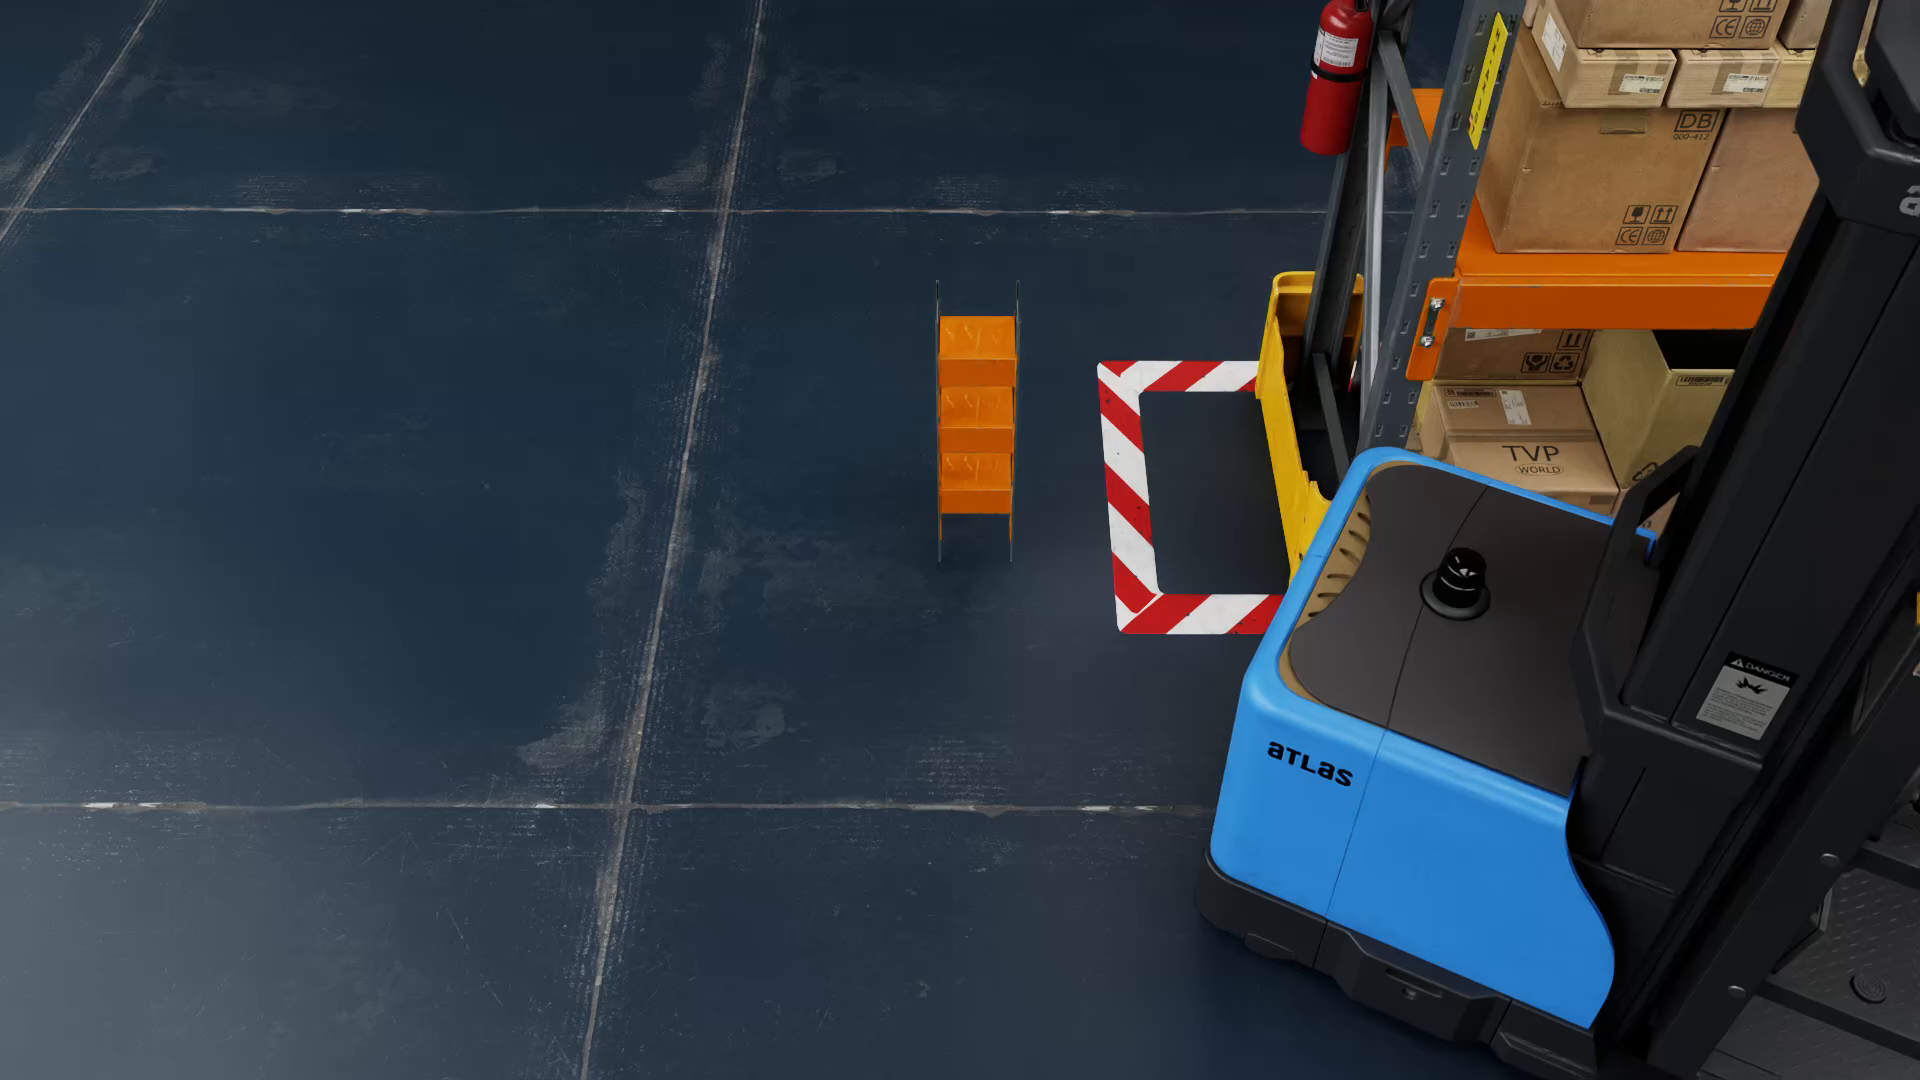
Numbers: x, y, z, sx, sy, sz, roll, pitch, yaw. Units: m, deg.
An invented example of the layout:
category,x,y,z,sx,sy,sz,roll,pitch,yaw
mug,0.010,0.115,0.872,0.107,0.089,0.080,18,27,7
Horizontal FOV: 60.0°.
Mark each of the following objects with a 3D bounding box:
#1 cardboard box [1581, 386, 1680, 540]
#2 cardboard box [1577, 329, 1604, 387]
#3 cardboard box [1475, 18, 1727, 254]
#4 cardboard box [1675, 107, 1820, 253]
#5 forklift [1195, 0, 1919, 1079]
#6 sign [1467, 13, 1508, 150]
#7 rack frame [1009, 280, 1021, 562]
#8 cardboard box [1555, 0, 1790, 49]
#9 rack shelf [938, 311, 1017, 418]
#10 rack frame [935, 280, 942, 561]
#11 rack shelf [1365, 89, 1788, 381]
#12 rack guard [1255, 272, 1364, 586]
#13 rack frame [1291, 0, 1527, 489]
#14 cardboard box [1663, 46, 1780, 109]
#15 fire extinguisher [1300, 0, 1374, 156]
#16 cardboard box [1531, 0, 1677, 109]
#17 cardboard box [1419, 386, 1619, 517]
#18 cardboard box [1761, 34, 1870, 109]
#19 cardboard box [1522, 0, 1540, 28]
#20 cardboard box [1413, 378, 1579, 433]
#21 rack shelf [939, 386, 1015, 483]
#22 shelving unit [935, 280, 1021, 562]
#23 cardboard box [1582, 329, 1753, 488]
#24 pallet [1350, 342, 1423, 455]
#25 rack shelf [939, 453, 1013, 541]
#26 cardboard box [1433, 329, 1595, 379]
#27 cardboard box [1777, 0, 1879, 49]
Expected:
category,x,y,z,sx,sy,sz,roll,pitch,yaw
cardboard box,2.344,-0.257,5.532,0.500,0.250,0.500,0,47,0
cardboard box,2.346,-0.643,5.890,0.500,0.250,0.500,0,47,0
cardboard box,1.776,-1.237,4.784,0.500,0.500,0.700,0,47,0
cardboard box,2.301,-1.240,4.786,0.500,0.500,0.700,1,47,1
forklift,2.217,0.264,3.502,3.031,2.935,1.130,21,50,18
sign,1.301,-1.130,4.107,0.005,0.325,0.100,0,47,0
rack frame,0.176,-0.357,5.365,0.008,1.050,0.200,0,47,0
cardboard box,1.828,-1.679,4.309,0.500,0.500,0.700,0,47,0
rack shelf,0.054,-0.544,5.166,0.240,0.259,0.215,0,47,0
rack frame,-0.068,-0.358,5.366,0.008,1.050,0.200,0,47,0
rack shelf,3.309,-0.964,5.089,4.000,0.370,1.077,0,47,0
rack guard,1.285,-0.362,5.746,0.348,0.500,1.175,0,47,0
rack frame,1.309,-1.214,4.831,0.127,3.000,1.000,0,47,0
cardboard box,1.964,-1.312,4.410,0.250,0.149,0.380,-1,47,-1
fire extinguisher,1.192,-1.528,5.176,0.183,0.674,0.296,0,47,0
cardboard box,1.700,-1.310,4.409,0.250,0.149,0.380,0,47,0
cardboard box,1.844,-0.256,5.531,0.500,0.250,0.500,0,47,0
cardboard box,2.214,-1.310,4.409,0.250,0.149,0.380,0,47,0
cardboard box,1.692,-1.608,4.686,0.250,0.149,0.380,-1,47,-1
cardboard box,1.846,-0.635,5.884,0.500,0.250,0.500,0,47,0
rack shelf,0.054,-0.350,5.373,0.240,0.259,0.215,0,47,0
shelving unit,0.054,-0.358,5.366,0.252,1.050,0.215,0,47,0
cardboard box,2.344,-0.512,5.256,0.500,0.500,0.500,0,47,0
pallet,2.074,-0.293,5.878,1.213,0.211,1.003,0,47,0
rack shelf,0.054,-0.161,5.577,0.240,0.259,0.215,0,47,0
cardboard box,1.846,-0.892,5.610,0.500,0.500,0.500,0,47,0
cardboard box,2.354,-1.682,4.312,0.500,0.500,0.700,-1,47,-1
